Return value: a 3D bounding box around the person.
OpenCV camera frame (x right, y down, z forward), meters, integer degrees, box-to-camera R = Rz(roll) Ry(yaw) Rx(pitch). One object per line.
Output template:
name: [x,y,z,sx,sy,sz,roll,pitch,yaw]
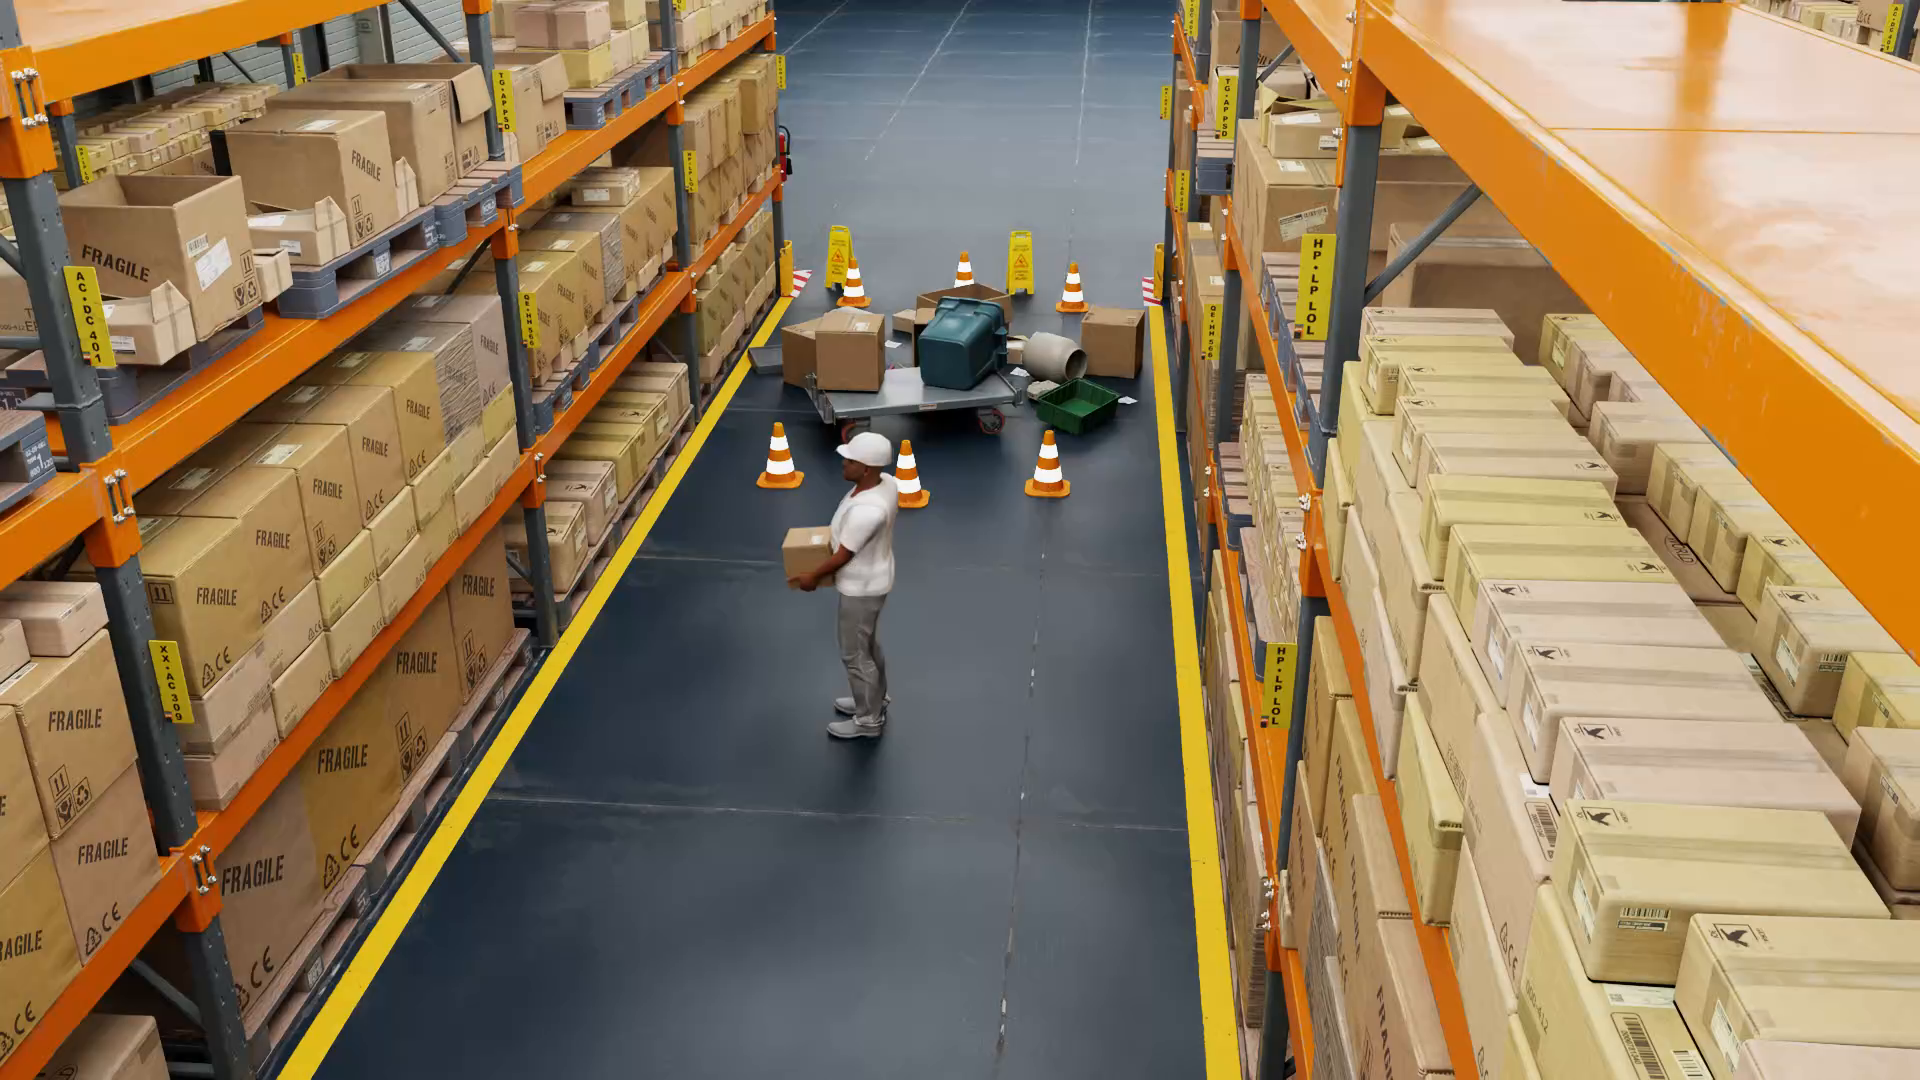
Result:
person: [-0.628,0.239,9.054,0.579,1.763,0.514,2,24,4]
